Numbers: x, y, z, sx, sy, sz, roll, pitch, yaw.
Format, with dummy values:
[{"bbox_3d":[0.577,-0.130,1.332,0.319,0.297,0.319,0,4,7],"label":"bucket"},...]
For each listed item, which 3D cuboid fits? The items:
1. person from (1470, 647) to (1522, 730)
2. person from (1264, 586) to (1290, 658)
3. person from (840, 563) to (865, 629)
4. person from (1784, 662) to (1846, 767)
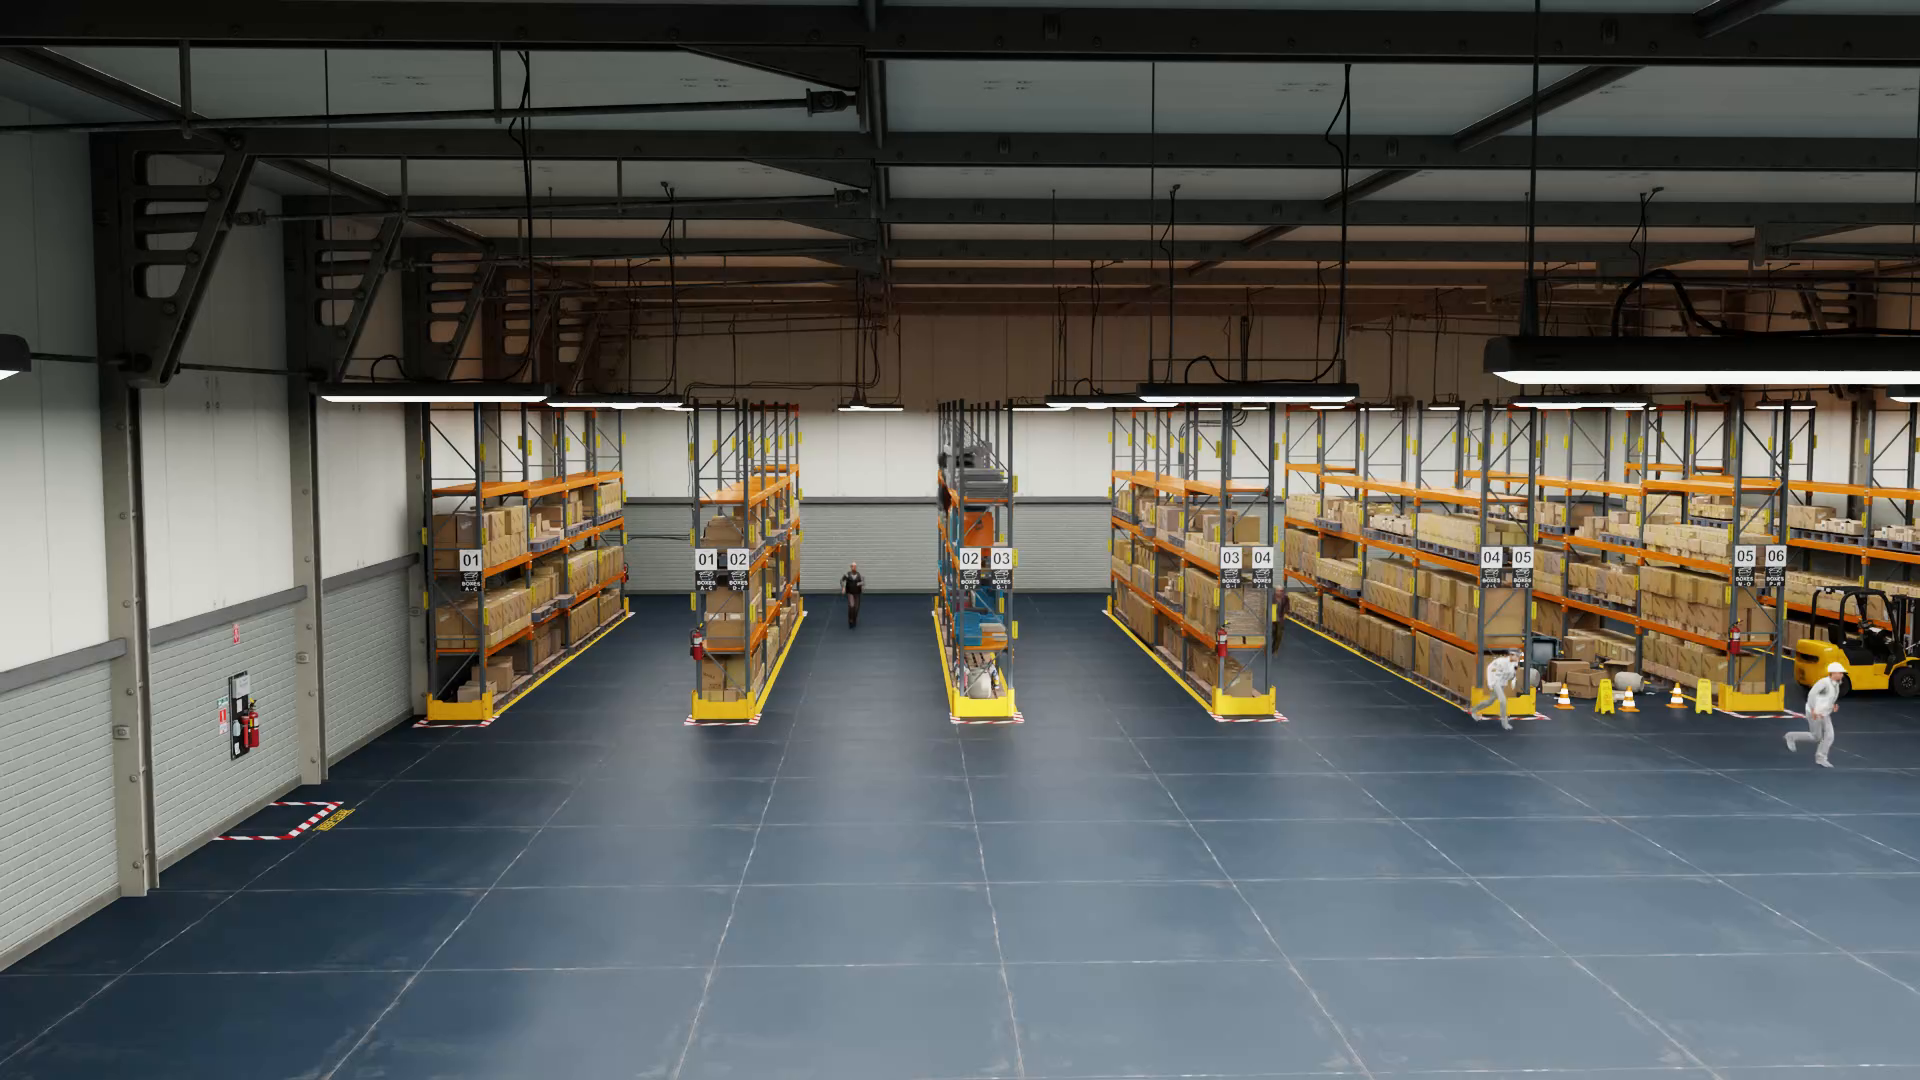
[{"bbox_3d":[9.819,2.671,30.475,0.600,1.511,1.054,-2,5,-29],"label":"person"},{"bbox_3d":[7.414,1.909,39.306,0.712,1.726,0.882,-1,4,-15],"label":"person"},{"bbox_3d":[-2.844,1.494,44.458,0.623,1.776,0.749,-1,5,-18],"label":"person"},{"bbox_3d":[14.000,2.828,27.206,0.660,1.725,0.909,-4,6,-45],"label":"person"}]
